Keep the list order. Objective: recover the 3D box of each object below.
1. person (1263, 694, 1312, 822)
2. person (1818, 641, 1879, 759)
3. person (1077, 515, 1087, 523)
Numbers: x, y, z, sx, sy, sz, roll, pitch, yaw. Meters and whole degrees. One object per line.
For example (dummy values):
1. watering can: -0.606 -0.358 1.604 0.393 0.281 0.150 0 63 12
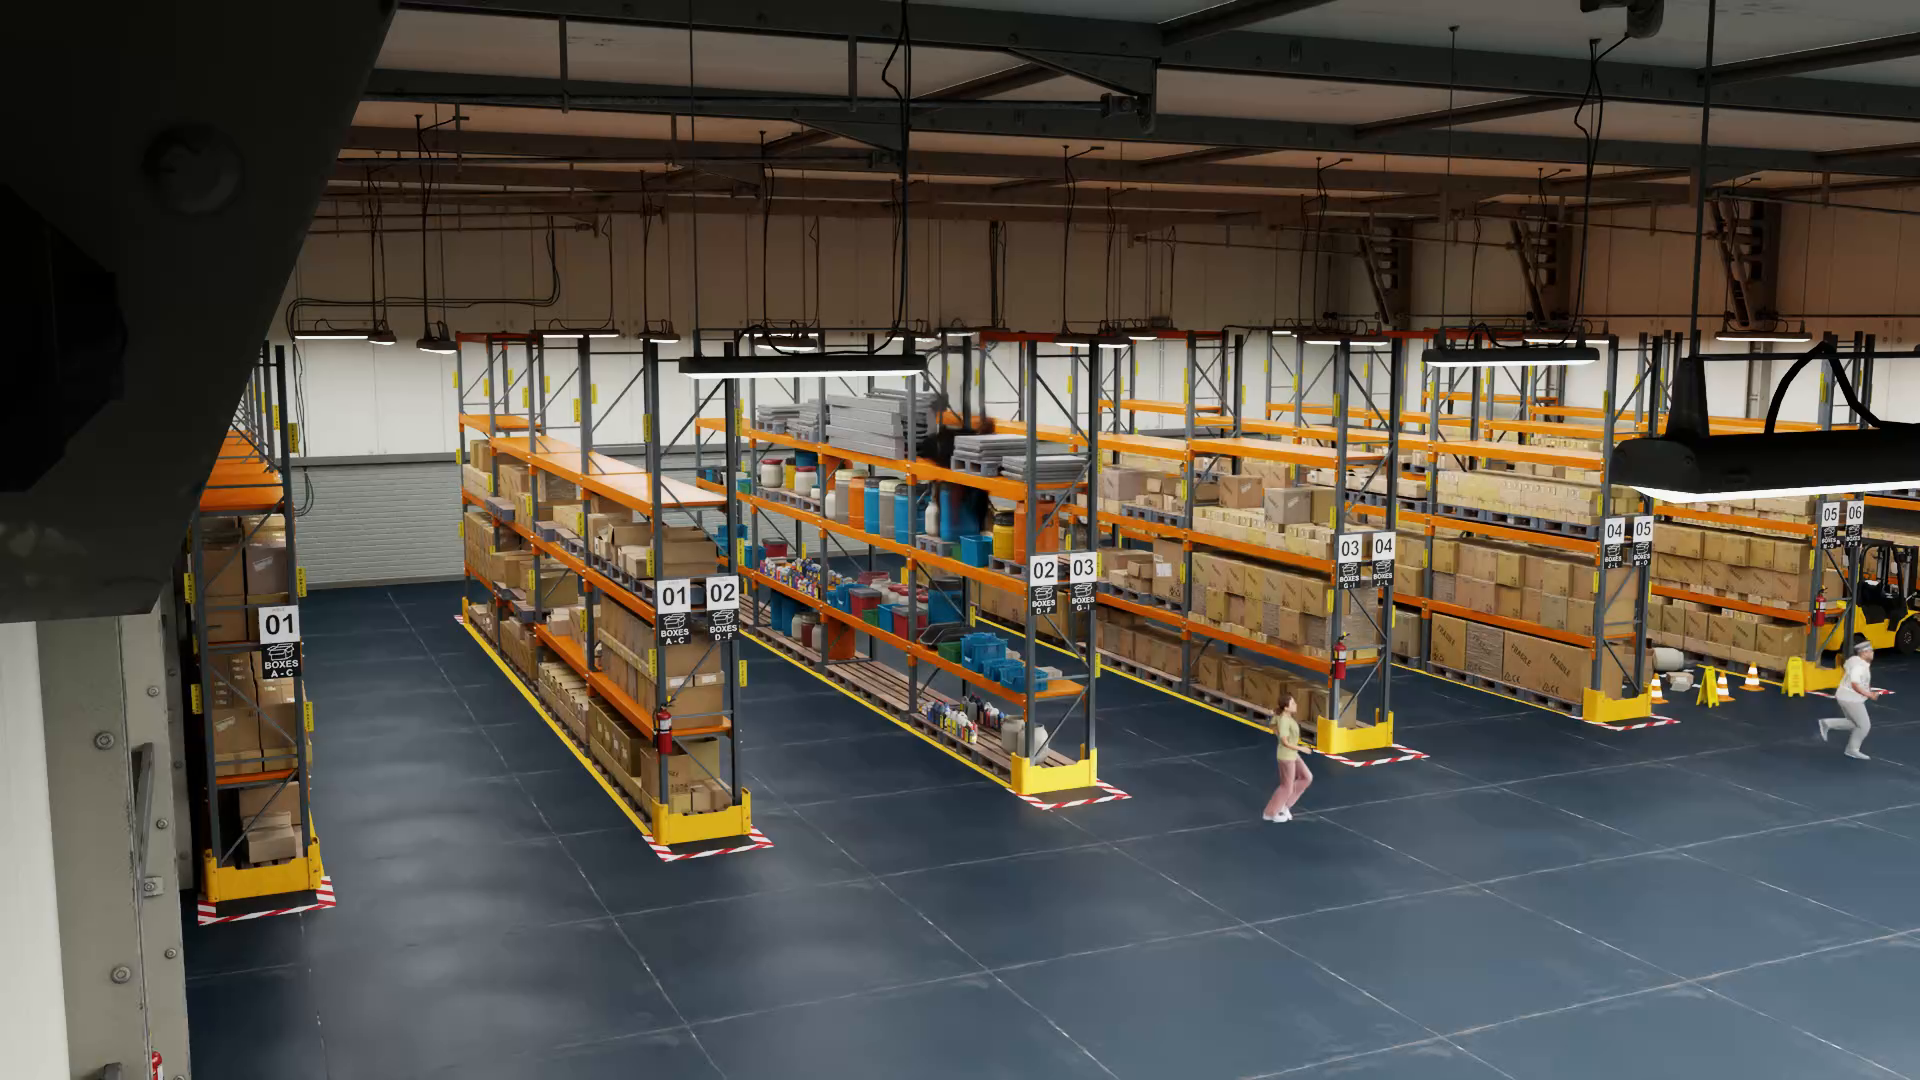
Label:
1. person: 4.108 2.723 20.795 0.599 1.627 0.587 2 8 12
2. person: 12.777 2.286 23.903 0.722 1.745 0.695 3 8 19
3. person: 3.194 -0.227 42.040 0.648 1.844 0.801 6 10 39
